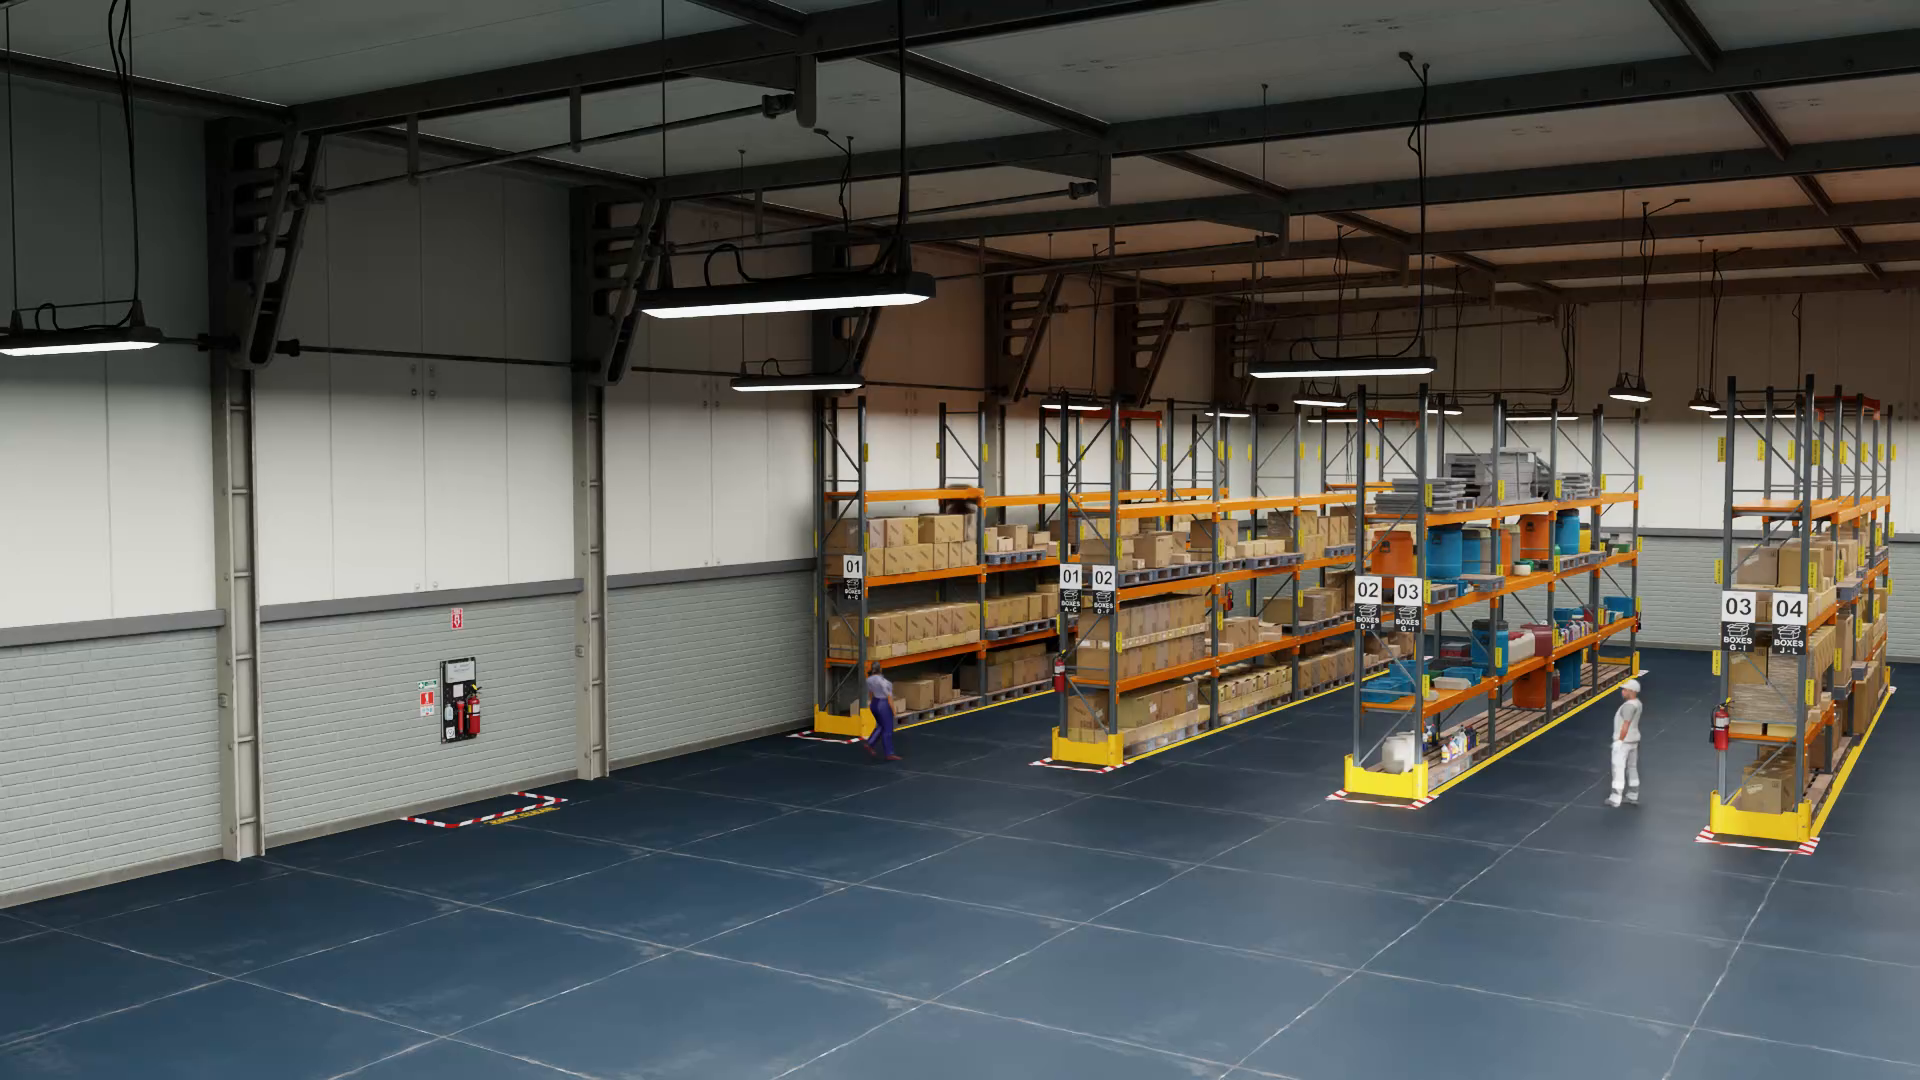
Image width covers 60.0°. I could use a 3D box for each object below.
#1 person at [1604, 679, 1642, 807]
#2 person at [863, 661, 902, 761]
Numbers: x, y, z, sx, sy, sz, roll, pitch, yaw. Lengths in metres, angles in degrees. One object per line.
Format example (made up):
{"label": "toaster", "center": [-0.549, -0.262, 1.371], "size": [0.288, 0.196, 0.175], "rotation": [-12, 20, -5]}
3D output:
{"label": "person", "center": [9.442, 2.869, 23.594], "size": [0.569, 1.794, 0.446], "rotation": [-2, 4, -39]}
{"label": "person", "center": [-1.263, 2.775, 27.159], "size": [0.531, 1.637, 0.567], "rotation": [-2, 3, -28]}
